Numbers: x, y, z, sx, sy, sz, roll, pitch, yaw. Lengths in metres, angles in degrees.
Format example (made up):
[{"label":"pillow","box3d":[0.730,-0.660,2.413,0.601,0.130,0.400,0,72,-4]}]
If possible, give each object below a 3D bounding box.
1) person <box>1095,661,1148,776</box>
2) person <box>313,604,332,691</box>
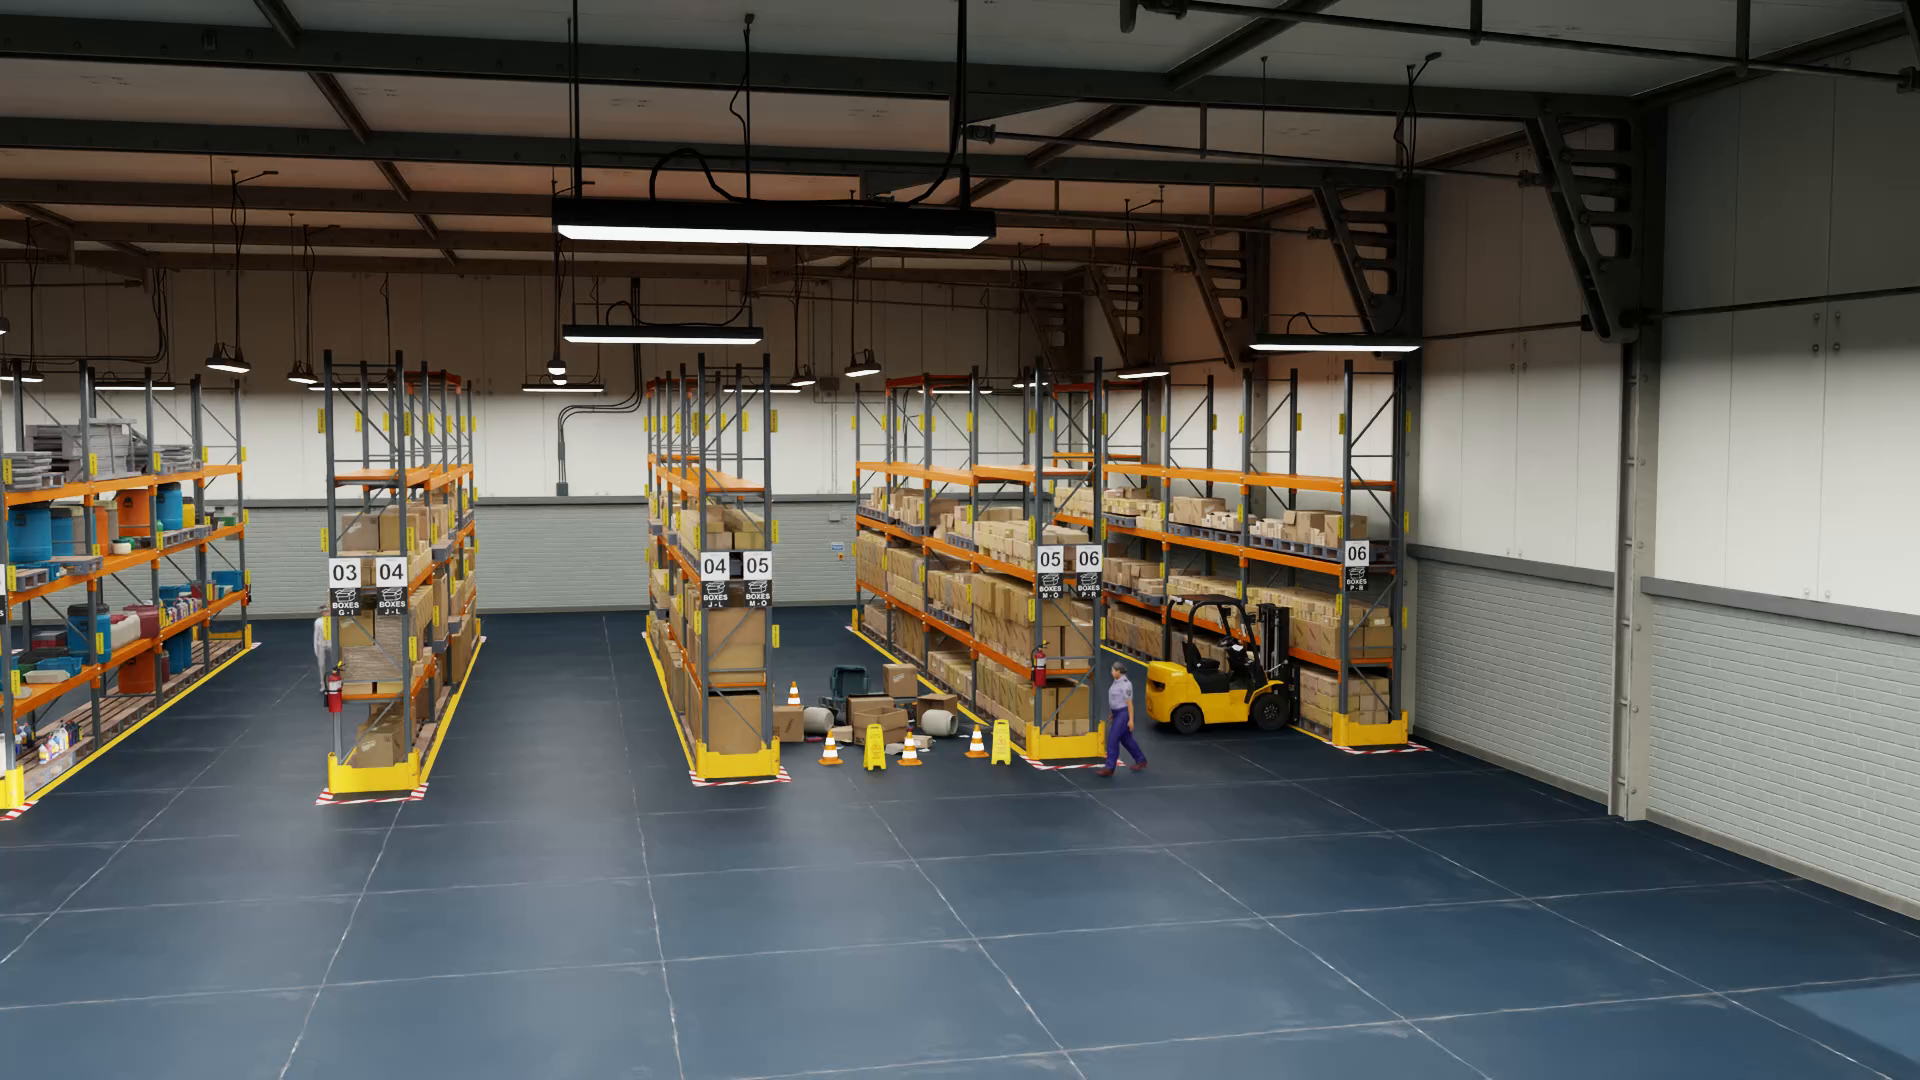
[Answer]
[{"label":"person","box3d":[2.317,2.540,23.852,0.852,1.614,0.516,-1,4,-9]},{"label":"person","box3d":[-11.913,1.991,31.335,0.455,1.632,0.853,-1,4,-15]}]
